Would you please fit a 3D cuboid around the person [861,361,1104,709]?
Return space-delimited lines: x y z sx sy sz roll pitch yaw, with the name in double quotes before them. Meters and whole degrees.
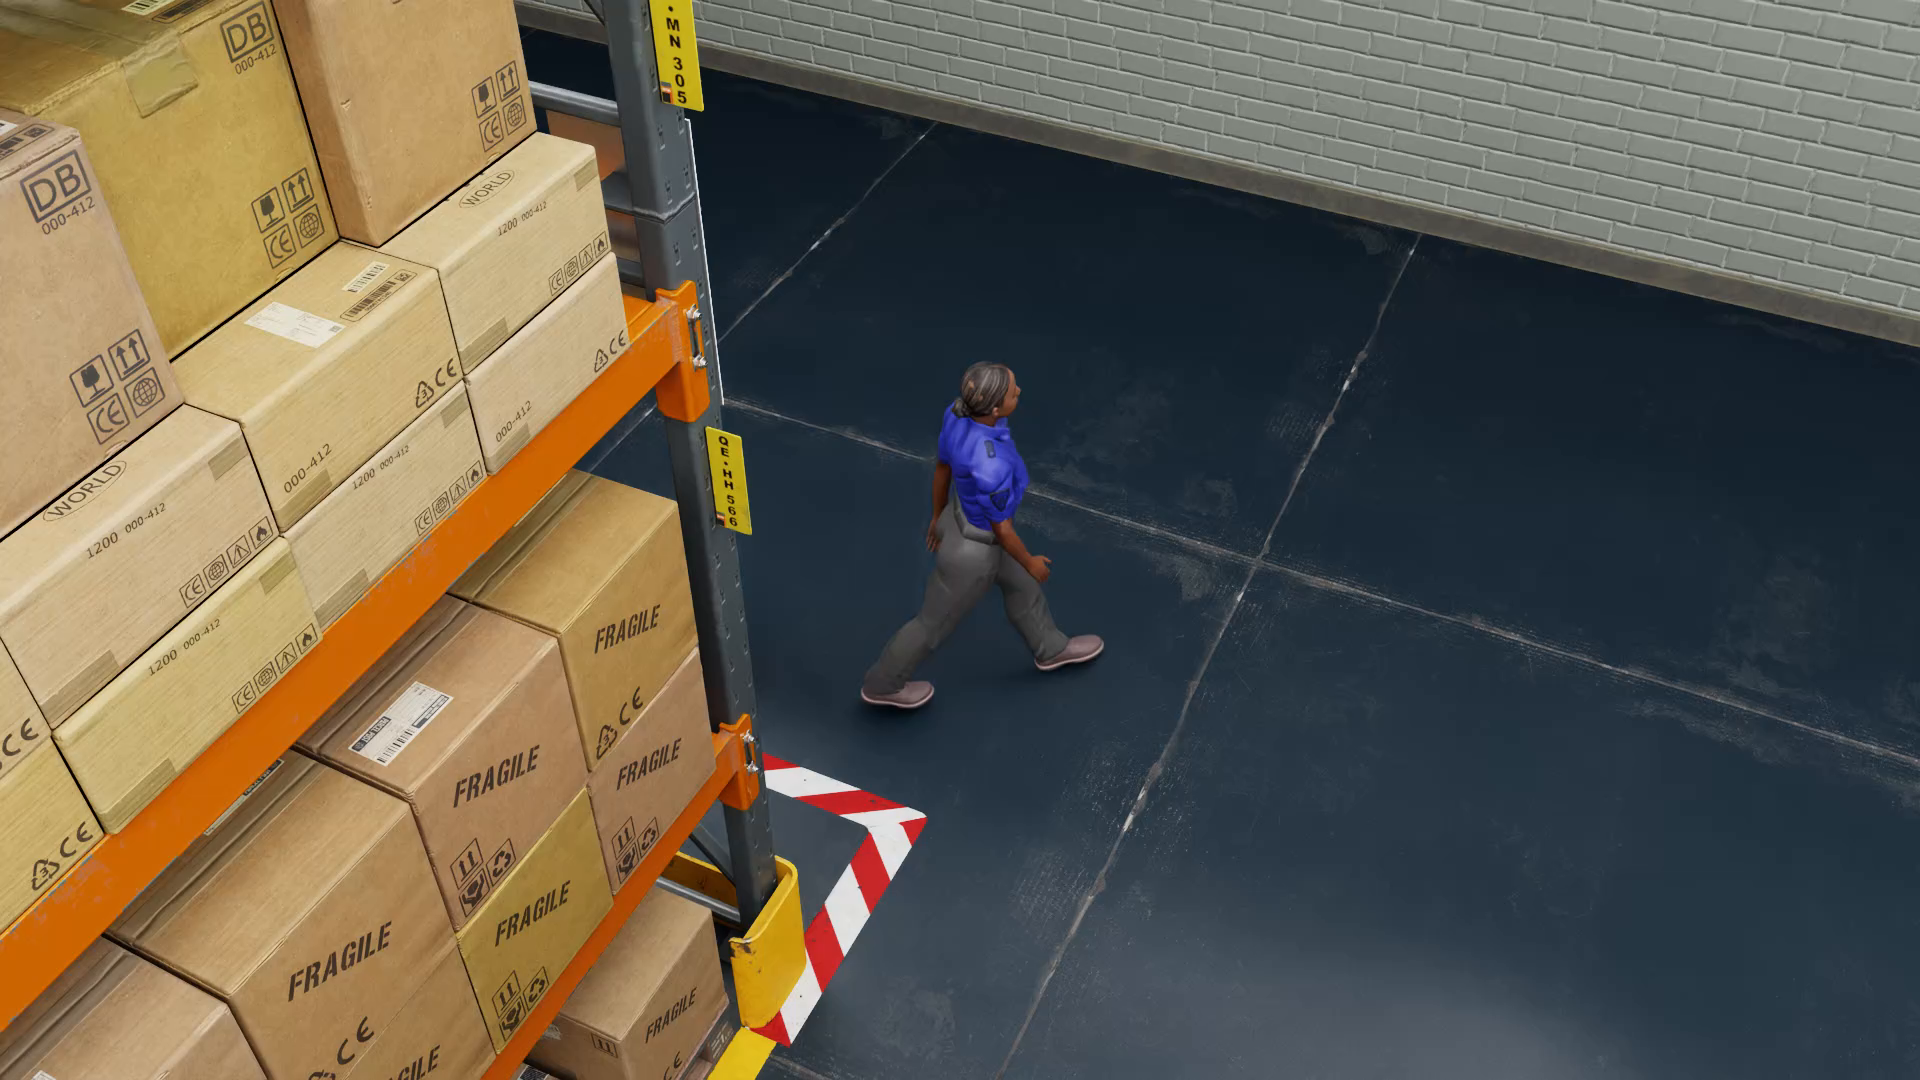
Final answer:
"person" 0.103 -0.006 6.165 1.013 1.591 0.439 -5 43 -6
